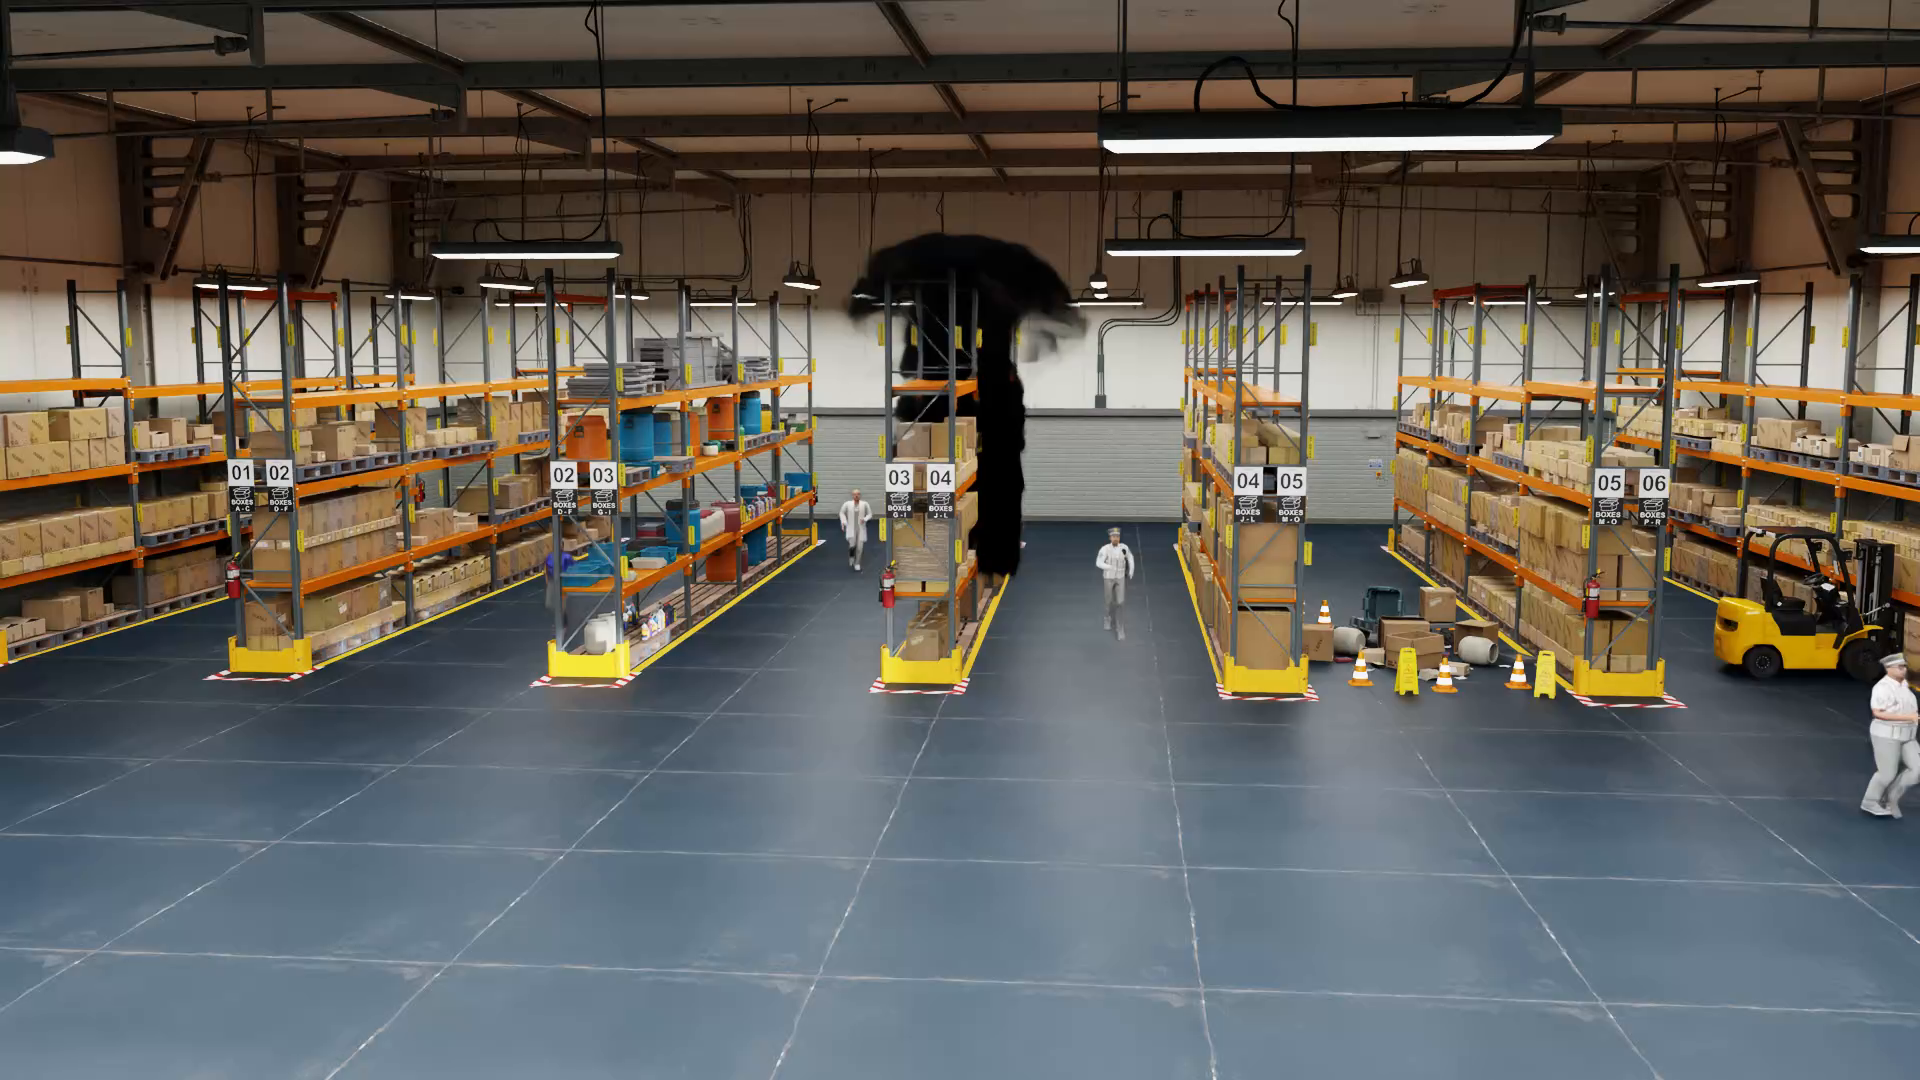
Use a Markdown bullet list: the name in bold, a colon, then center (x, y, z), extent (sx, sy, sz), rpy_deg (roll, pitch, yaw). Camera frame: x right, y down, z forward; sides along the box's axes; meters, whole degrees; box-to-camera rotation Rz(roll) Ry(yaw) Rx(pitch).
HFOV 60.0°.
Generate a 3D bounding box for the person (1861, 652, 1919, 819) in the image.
- **person**: center (9.746, 2.053, 17.249), extent (0.644, 1.788, 0.656), rpy_deg (-4, 8, -27)

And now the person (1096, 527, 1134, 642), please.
- **person**: center (2.470, 0.684, 26.479), extent (0.631, 1.804, 0.711), rpy_deg (-1, 7, -4)

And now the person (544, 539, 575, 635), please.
- **person**: center (-6.766, 0.794, 28.049), extent (0.634, 1.638, 0.577), rpy_deg (1, 7, 11)

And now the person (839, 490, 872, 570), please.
- **person**: center (-2.243, -0.218, 35.920), extent (0.701, 1.738, 0.626), rpy_deg (-1, 7, -7)
